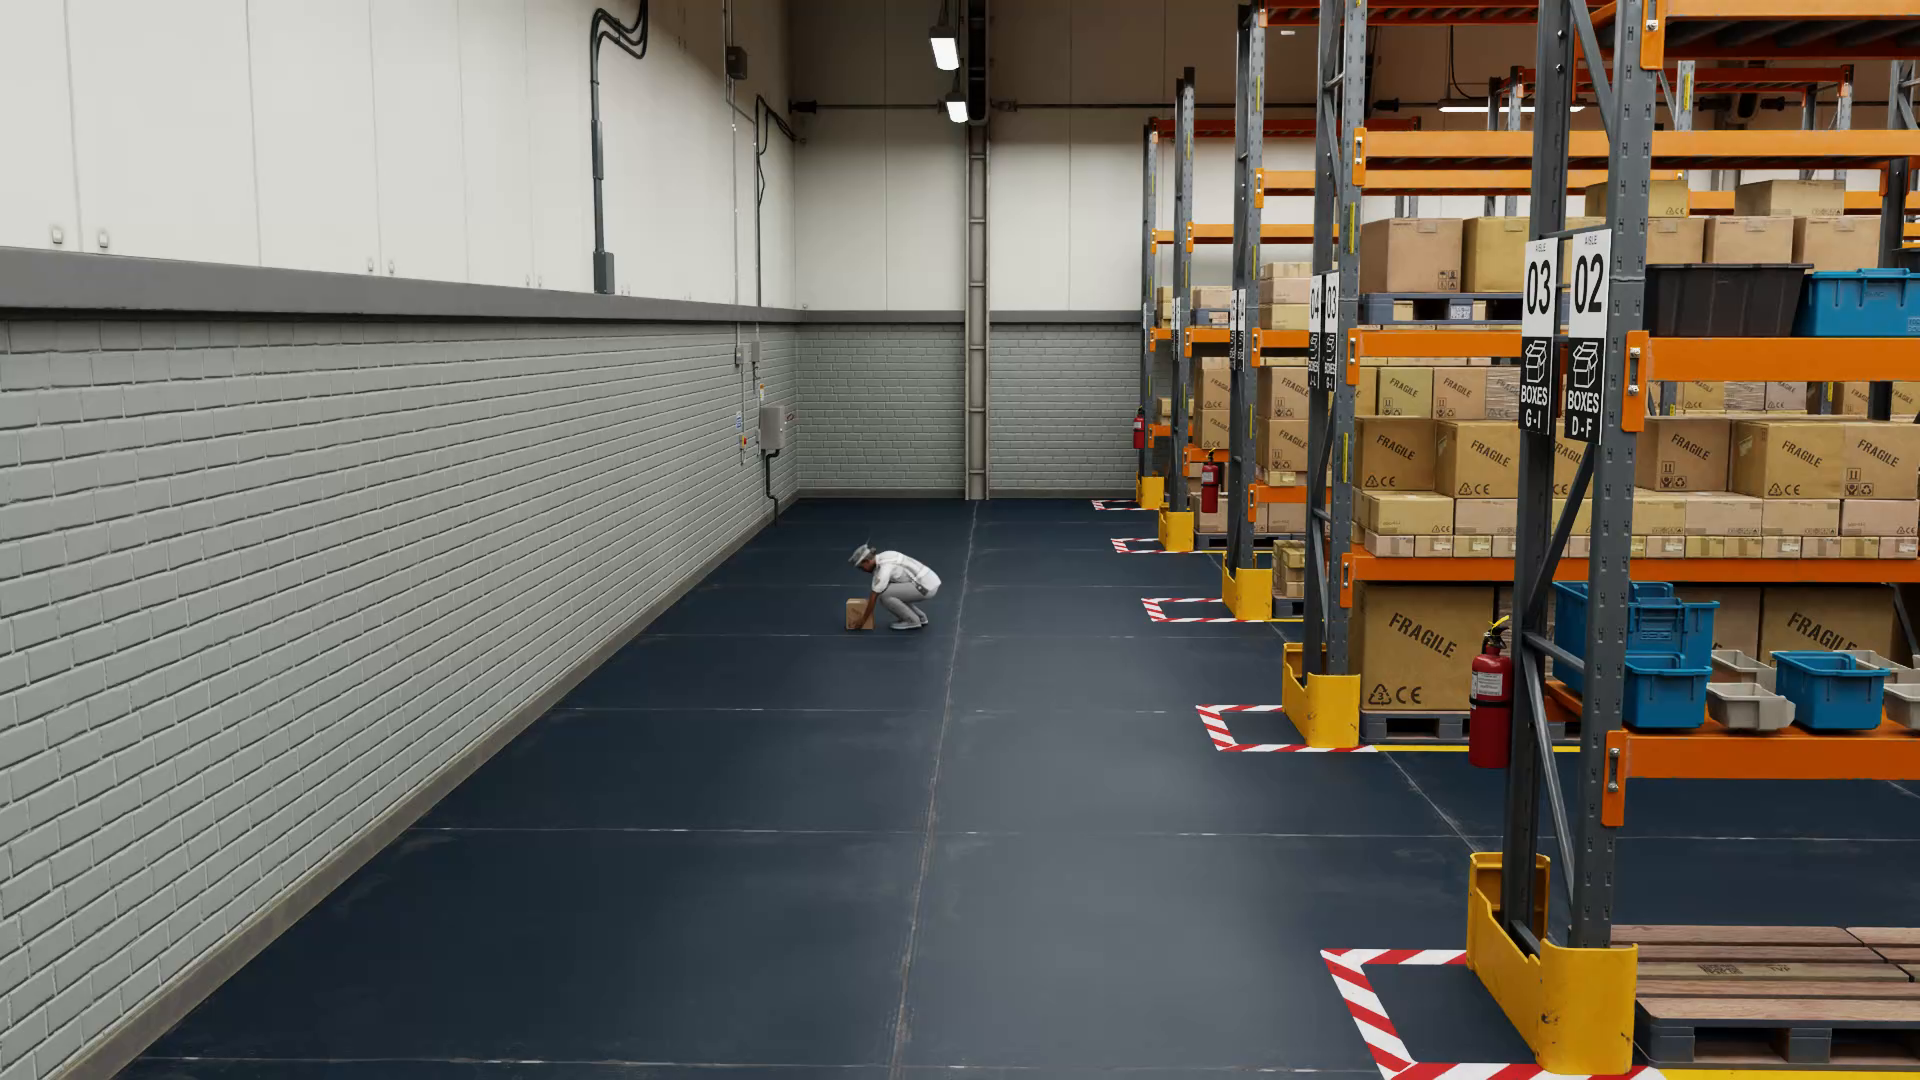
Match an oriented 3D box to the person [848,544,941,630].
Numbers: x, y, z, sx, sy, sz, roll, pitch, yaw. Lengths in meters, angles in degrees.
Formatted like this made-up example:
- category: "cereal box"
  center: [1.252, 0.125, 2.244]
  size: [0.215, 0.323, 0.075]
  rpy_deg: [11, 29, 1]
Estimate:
- category: "person"
  center: [-0.622, 0.448, 15.792]
  size: [0.875, 0.847, 0.475]
  rpy_deg: [0, 7, 1]
